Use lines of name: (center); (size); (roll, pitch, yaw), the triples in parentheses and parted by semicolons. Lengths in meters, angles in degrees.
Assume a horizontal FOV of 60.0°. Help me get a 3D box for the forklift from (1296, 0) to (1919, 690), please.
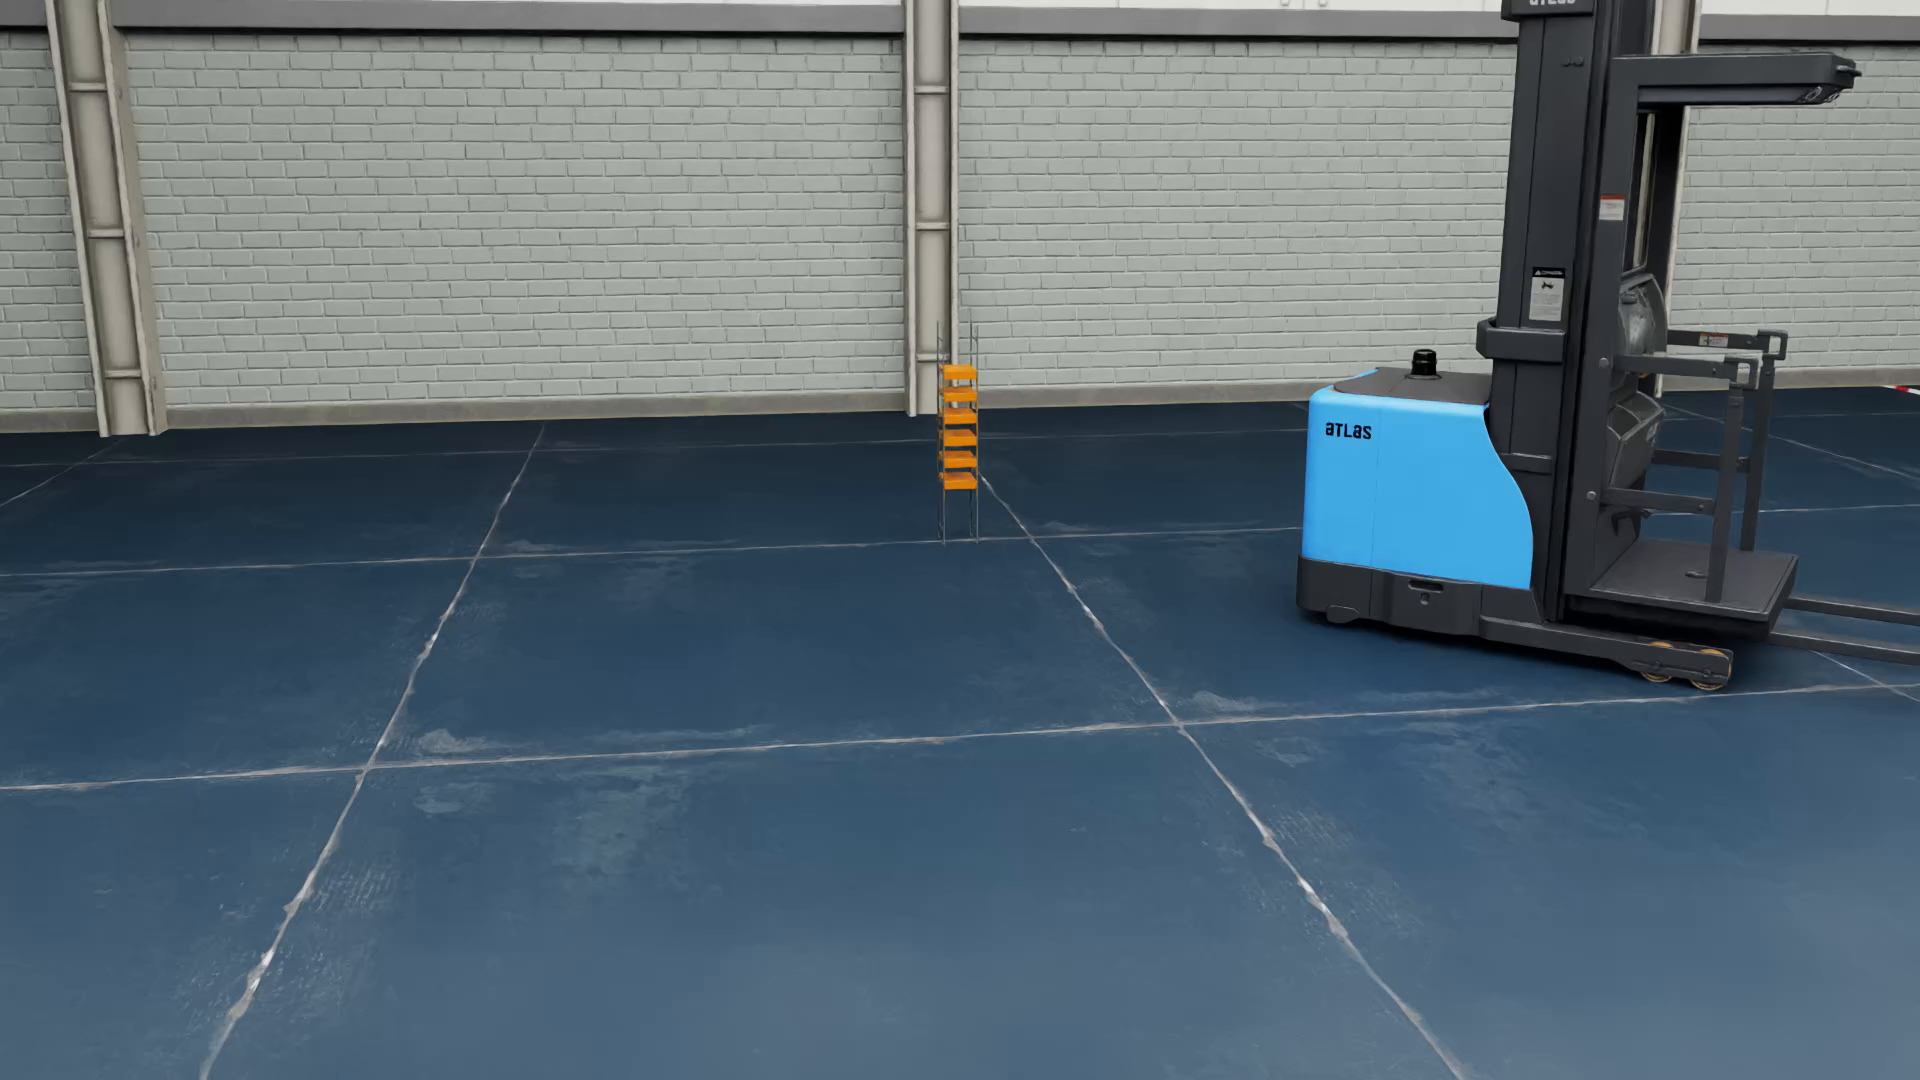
forklift: (3.084, -0.956, 7.008); (3.031, 2.935, 1.130); (9, 16, 31)

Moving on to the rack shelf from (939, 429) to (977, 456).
rack shelf: (-0.014, -0.538, 9.085); (0.180, 0.103, 0.258); (-2, 14, -8)

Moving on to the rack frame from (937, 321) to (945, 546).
rack frame: (-0.105, -0.578, 9.061); (0.006, 1.200, 0.240); (-2, 14, -8)

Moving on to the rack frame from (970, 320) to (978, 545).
rack frame: (0.076, -0.585, 9.087); (0.006, 1.200, 0.240); (-2, 14, -8)

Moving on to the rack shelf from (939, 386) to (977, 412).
rack shelf: (-0.014, -0.771, 9.026); (0.180, 0.103, 0.258); (-2, 14, -8)

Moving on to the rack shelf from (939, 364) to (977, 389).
rack shelf: (-0.014, -0.888, 8.997); (0.180, 0.103, 0.258); (-2, 14, -8)

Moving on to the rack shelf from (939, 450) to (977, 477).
rack shelf: (-0.014, -0.422, 9.114); (0.180, 0.103, 0.258); (-2, 14, -8)

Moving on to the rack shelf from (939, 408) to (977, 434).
rack shelf: (-0.014, -0.655, 9.055); (0.180, 0.103, 0.258); (-2, 14, -8)

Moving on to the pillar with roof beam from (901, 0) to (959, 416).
pillar with roof beam: (0.413, -4.348, 8.061); (0.400, 9.000, 9.100); (-2, 14, -8)

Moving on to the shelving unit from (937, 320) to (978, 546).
shelving unit: (-0.014, -0.581, 9.074); (0.189, 1.200, 0.258); (-2, 14, -8)

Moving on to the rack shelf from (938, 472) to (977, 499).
rack shelf: (-0.014, -0.306, 9.143); (0.180, 0.103, 0.258); (-2, 14, -8)

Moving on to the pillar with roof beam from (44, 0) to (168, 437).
pillar with roof beam: (-5.520, -4.131, 7.194); (0.400, 9.000, 9.100); (-2, 14, -8)

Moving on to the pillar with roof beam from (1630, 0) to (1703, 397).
pillar with roof beam: (6.346, -4.566, 8.928); (0.400, 9.000, 9.100); (-2, 14, -8)
